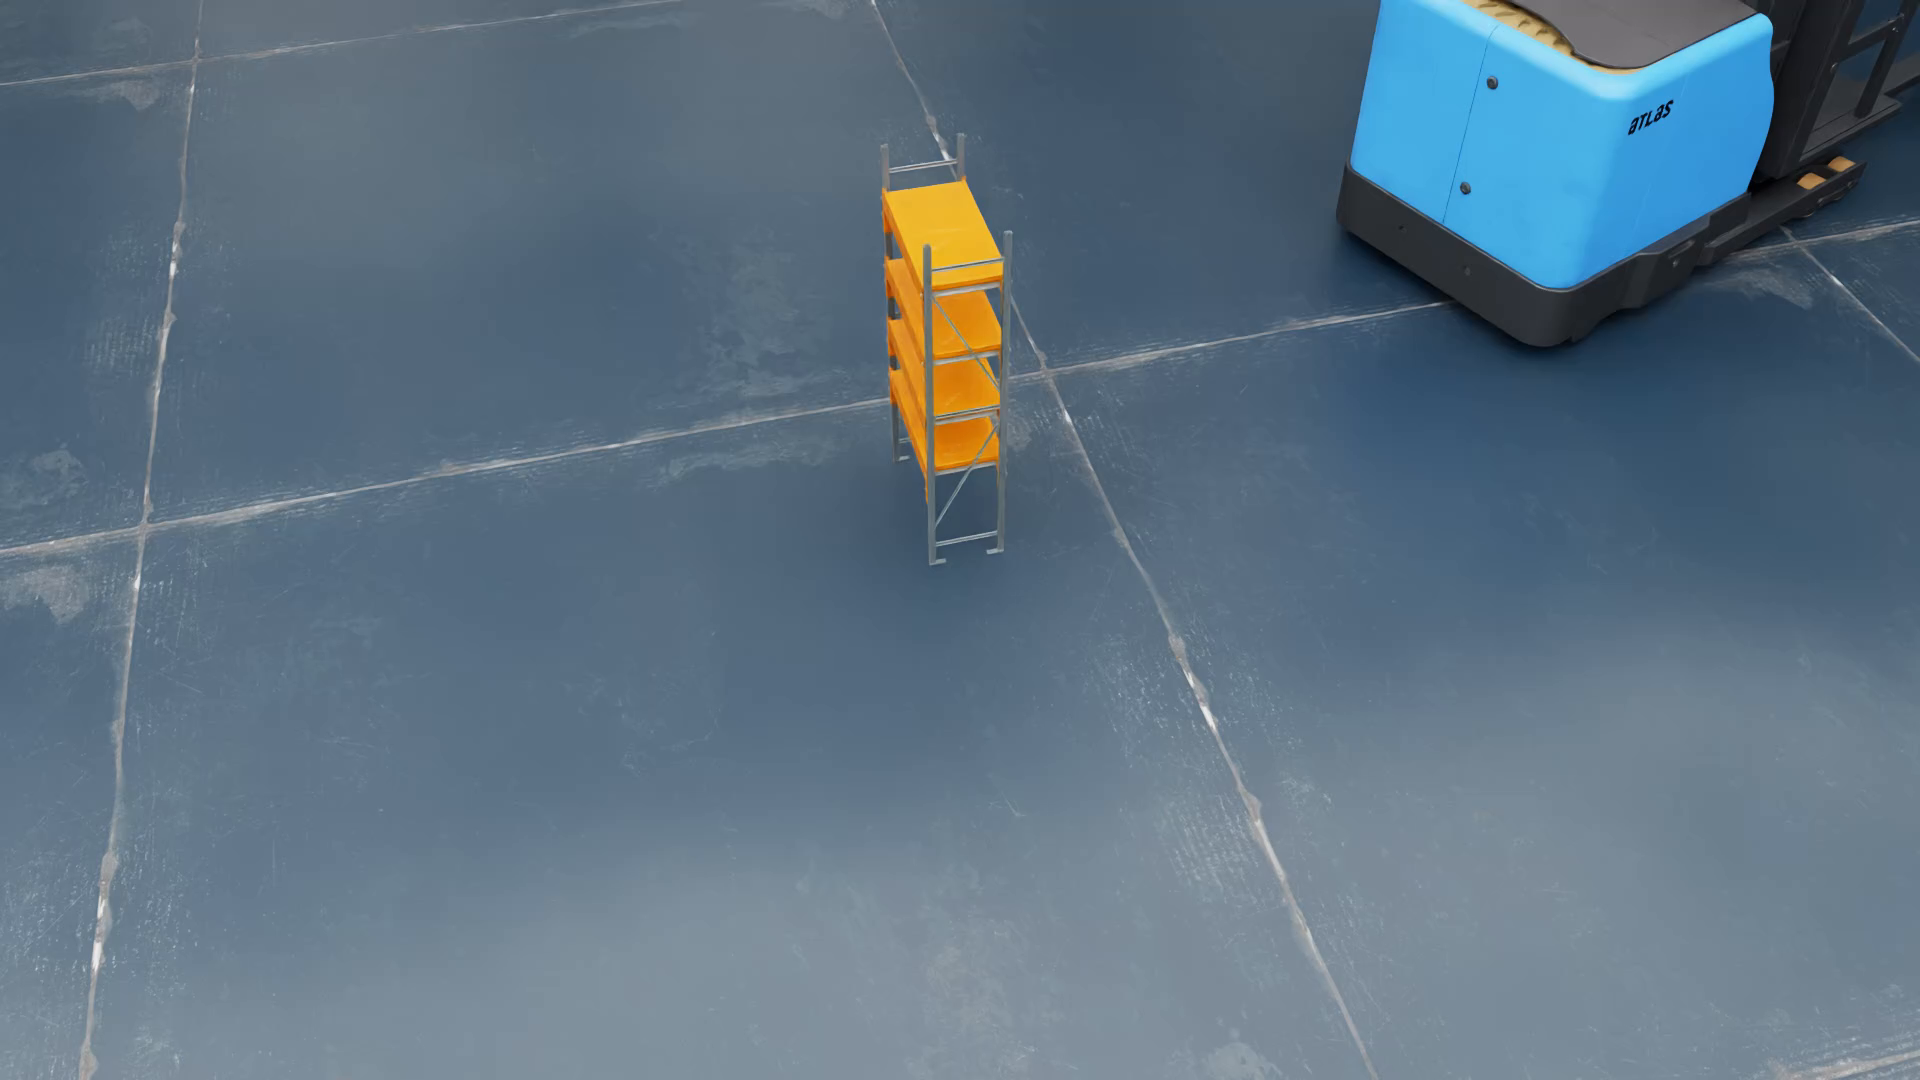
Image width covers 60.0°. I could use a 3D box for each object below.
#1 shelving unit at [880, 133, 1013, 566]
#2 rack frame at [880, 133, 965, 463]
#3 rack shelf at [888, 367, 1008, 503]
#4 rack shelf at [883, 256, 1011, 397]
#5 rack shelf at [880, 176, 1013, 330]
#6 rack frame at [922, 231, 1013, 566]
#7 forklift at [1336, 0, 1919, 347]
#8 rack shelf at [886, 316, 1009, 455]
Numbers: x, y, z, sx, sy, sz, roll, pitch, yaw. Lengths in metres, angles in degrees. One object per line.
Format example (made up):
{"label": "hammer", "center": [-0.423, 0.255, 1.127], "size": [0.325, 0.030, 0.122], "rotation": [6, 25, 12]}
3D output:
{"label": "shelving unit", "center": [-0.042, -0.534, 4.933], "size": [0.258, 1.200, 0.503], "rotation": [-11, 47, -10]}
{"label": "rack frame", "center": [-0.105, -0.703, 5.099], "size": [0.240, 1.200, 0.015], "rotation": [-11, 47, -10]}
{"label": "rack shelf", "center": [-0.042, -0.348, 5.123], "size": [0.258, 0.148, 0.480], "rotation": [-11, 47, -10]}
{"label": "rack shelf", "center": [-0.042, -0.644, 4.822], "size": [0.258, 0.148, 0.480], "rotation": [-11, 47, -10]}
{"label": "rack shelf", "center": [-0.042, -0.809, 4.653], "size": [0.258, 0.148, 0.480], "rotation": [-11, 47, -10]}
{"label": "rack frame", "center": [0.020, -0.366, 4.768], "size": [0.240, 1.200, 0.015], "rotation": [-11, 47, -10]}
{"label": "forklift", "center": [2.925, -2.562, 5.708], "size": [3.031, 2.935, 1.130], "rotation": [-28, 52, -24]}
{"label": "rack shelf", "center": [-0.042, -0.487, 4.982], "size": [0.258, 0.148, 0.480], "rotation": [-11, 47, -10]}
